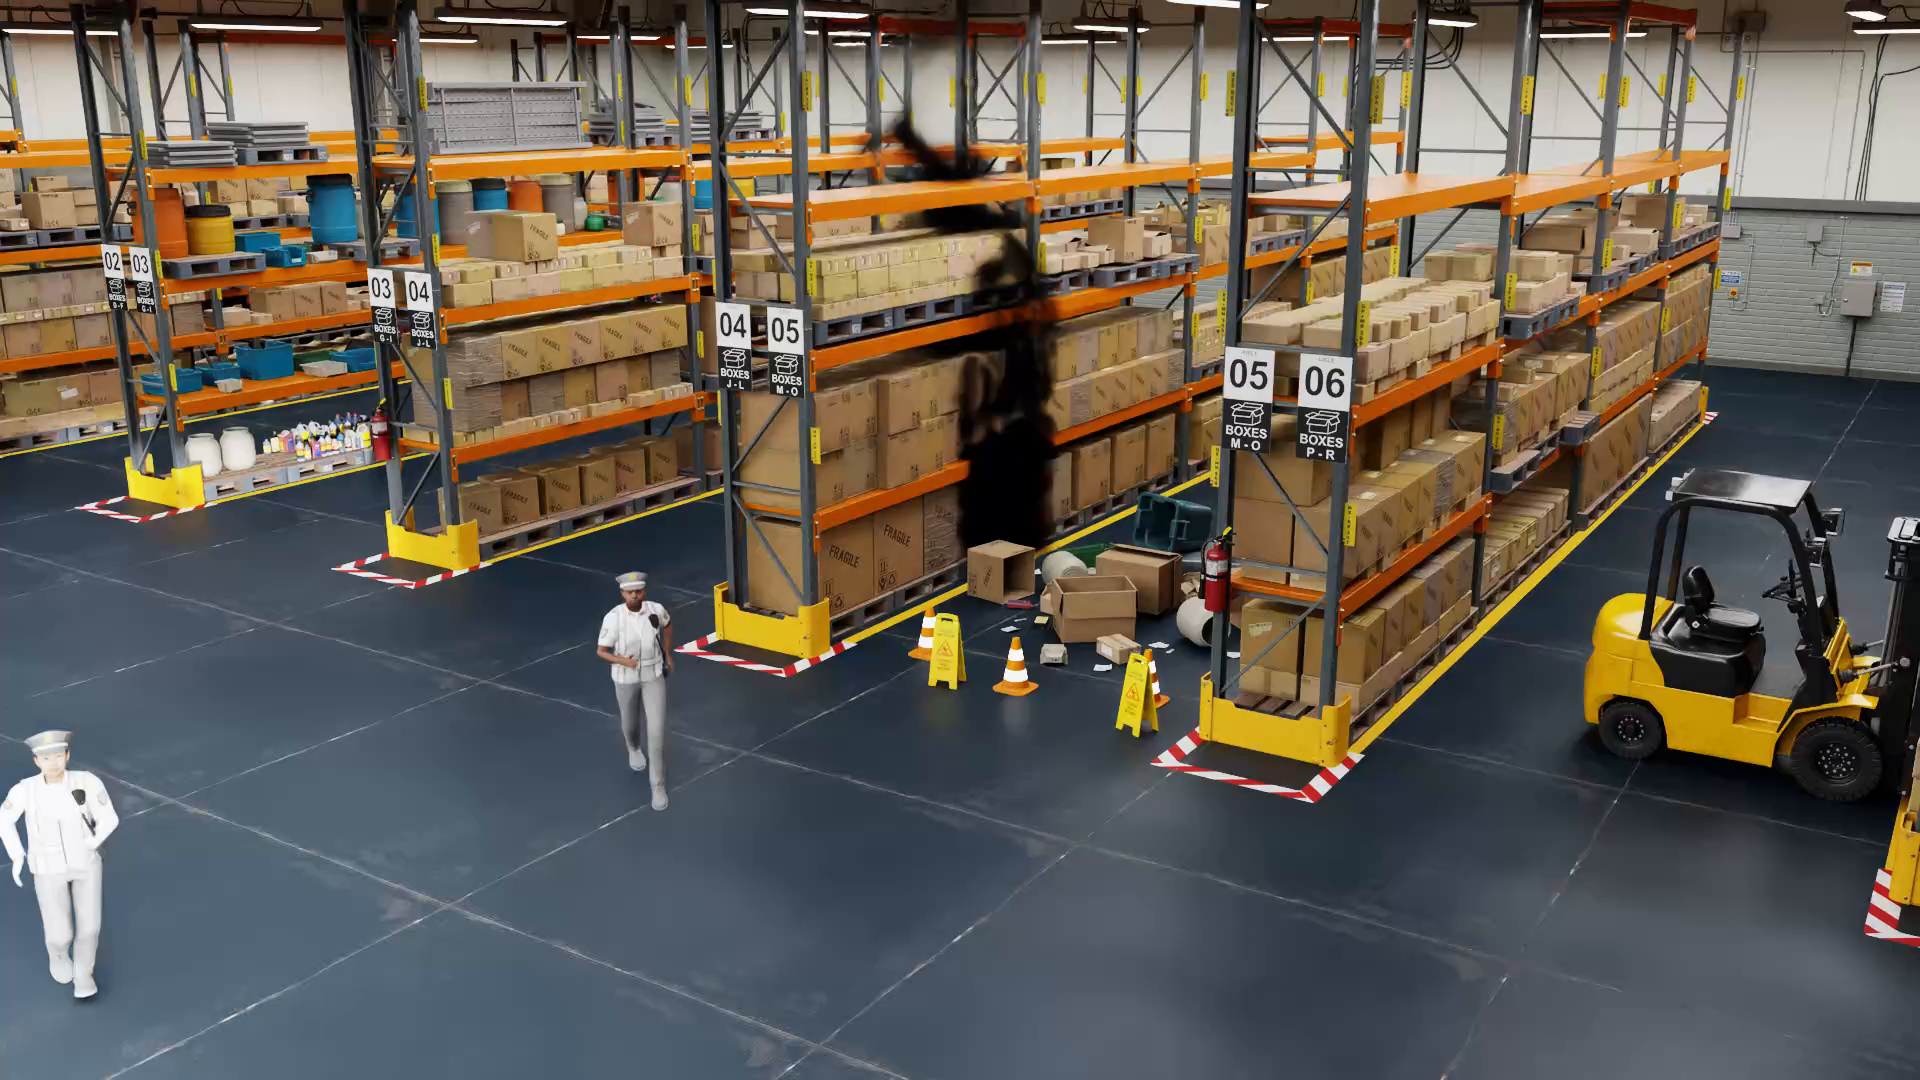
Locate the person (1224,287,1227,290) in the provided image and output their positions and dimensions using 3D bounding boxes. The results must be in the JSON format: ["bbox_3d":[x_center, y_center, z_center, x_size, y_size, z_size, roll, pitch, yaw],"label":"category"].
[{"bbox_3d":[4.549,-3.541,27.986,0.671,1.492,0.560,9,18,30],"label":"person"}]

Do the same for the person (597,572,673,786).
[{"bbox_3d":[-2.379,0.971,12.273,0.573,1.597,0.788,-4,16,-14],"label":"person"}]

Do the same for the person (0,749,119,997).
[{"bbox_3d":[-5.076,1.884,9.445,0.600,1.592,0.509,-10,18,-32],"label":"person"}]
